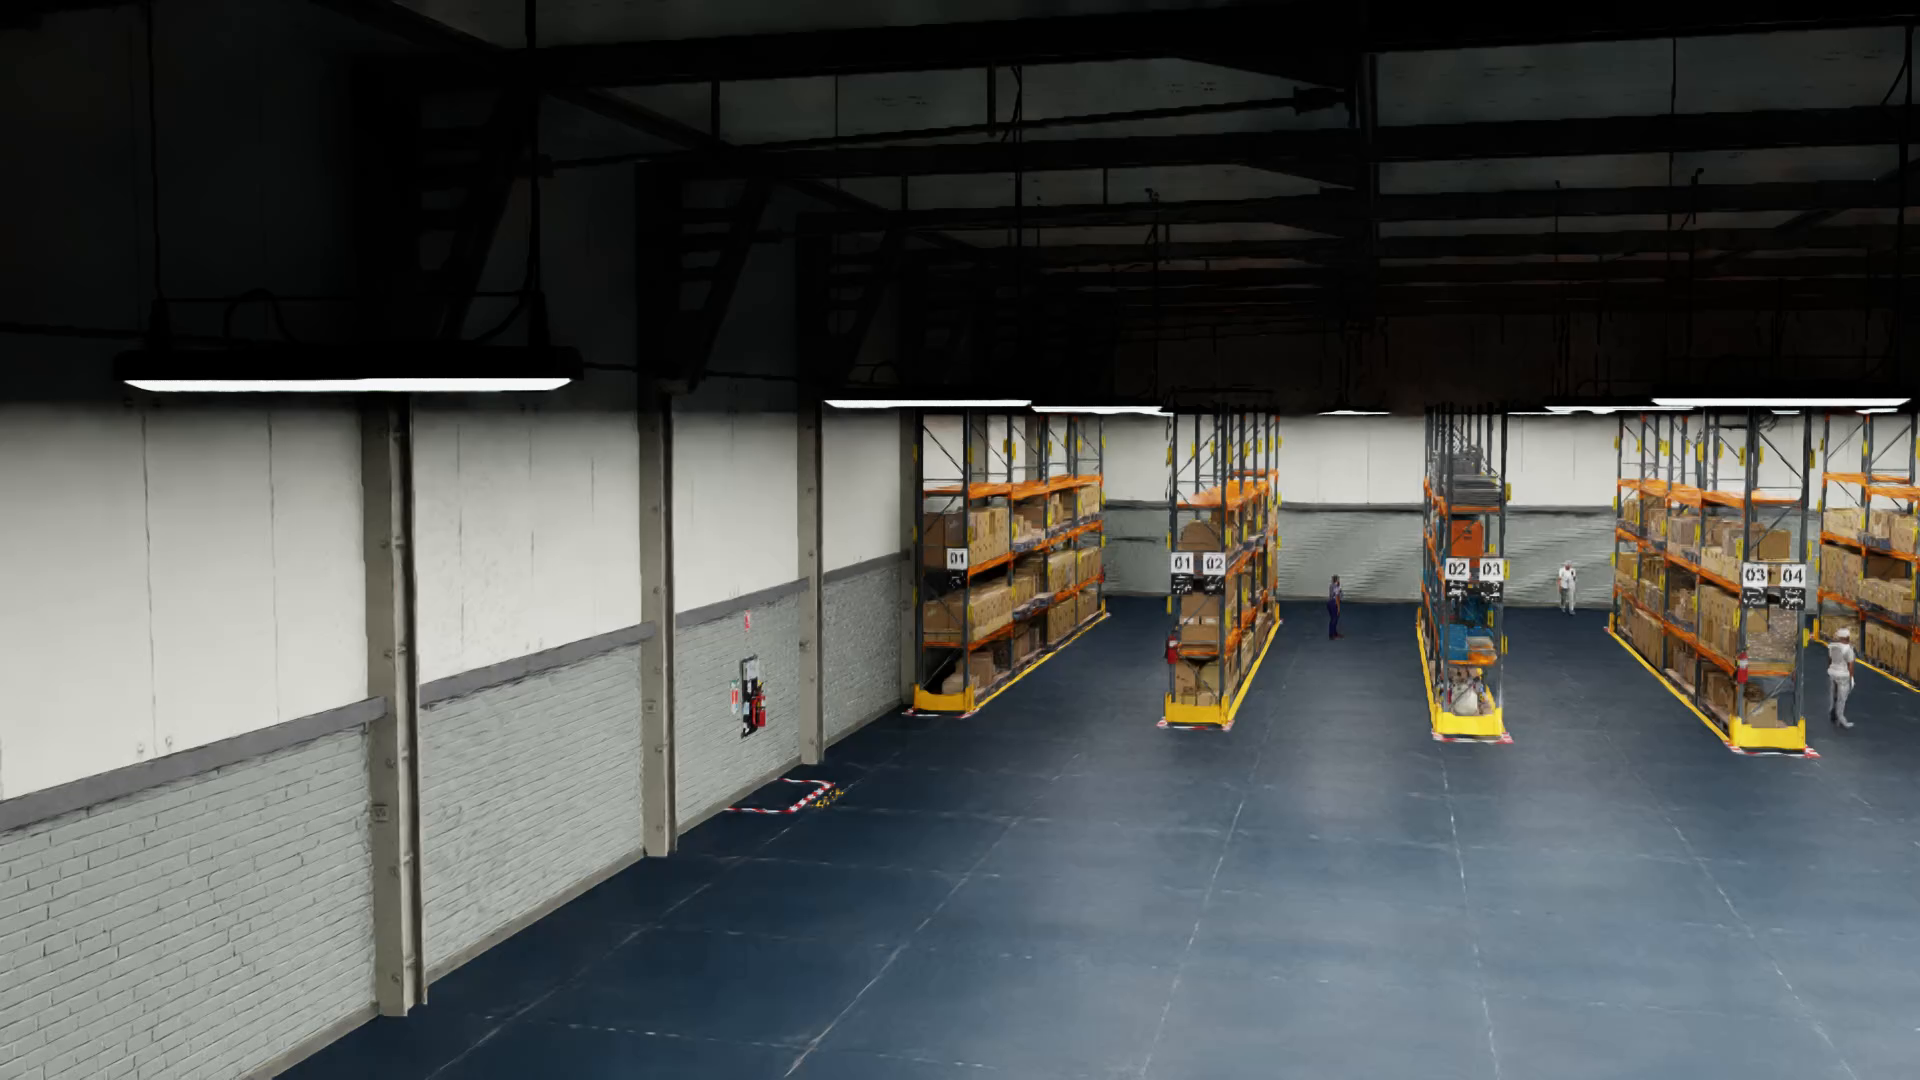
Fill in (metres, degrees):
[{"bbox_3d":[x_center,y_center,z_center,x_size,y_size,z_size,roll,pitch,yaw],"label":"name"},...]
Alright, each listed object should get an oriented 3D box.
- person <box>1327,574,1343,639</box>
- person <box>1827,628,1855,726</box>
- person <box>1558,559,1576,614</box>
[{"bbox_3d":[9.733,1.712,43.011,0.447,1.657,0.578,0,4,-5],"label":"person"},{"bbox_3d":[16.413,2.528,30.918,0.477,1.789,0.634,-1,4,-12],"label":"person"},{"bbox_3d":[17.670,1.346,48.401,0.497,1.583,1.090,1,4,17],"label":"person"}]
